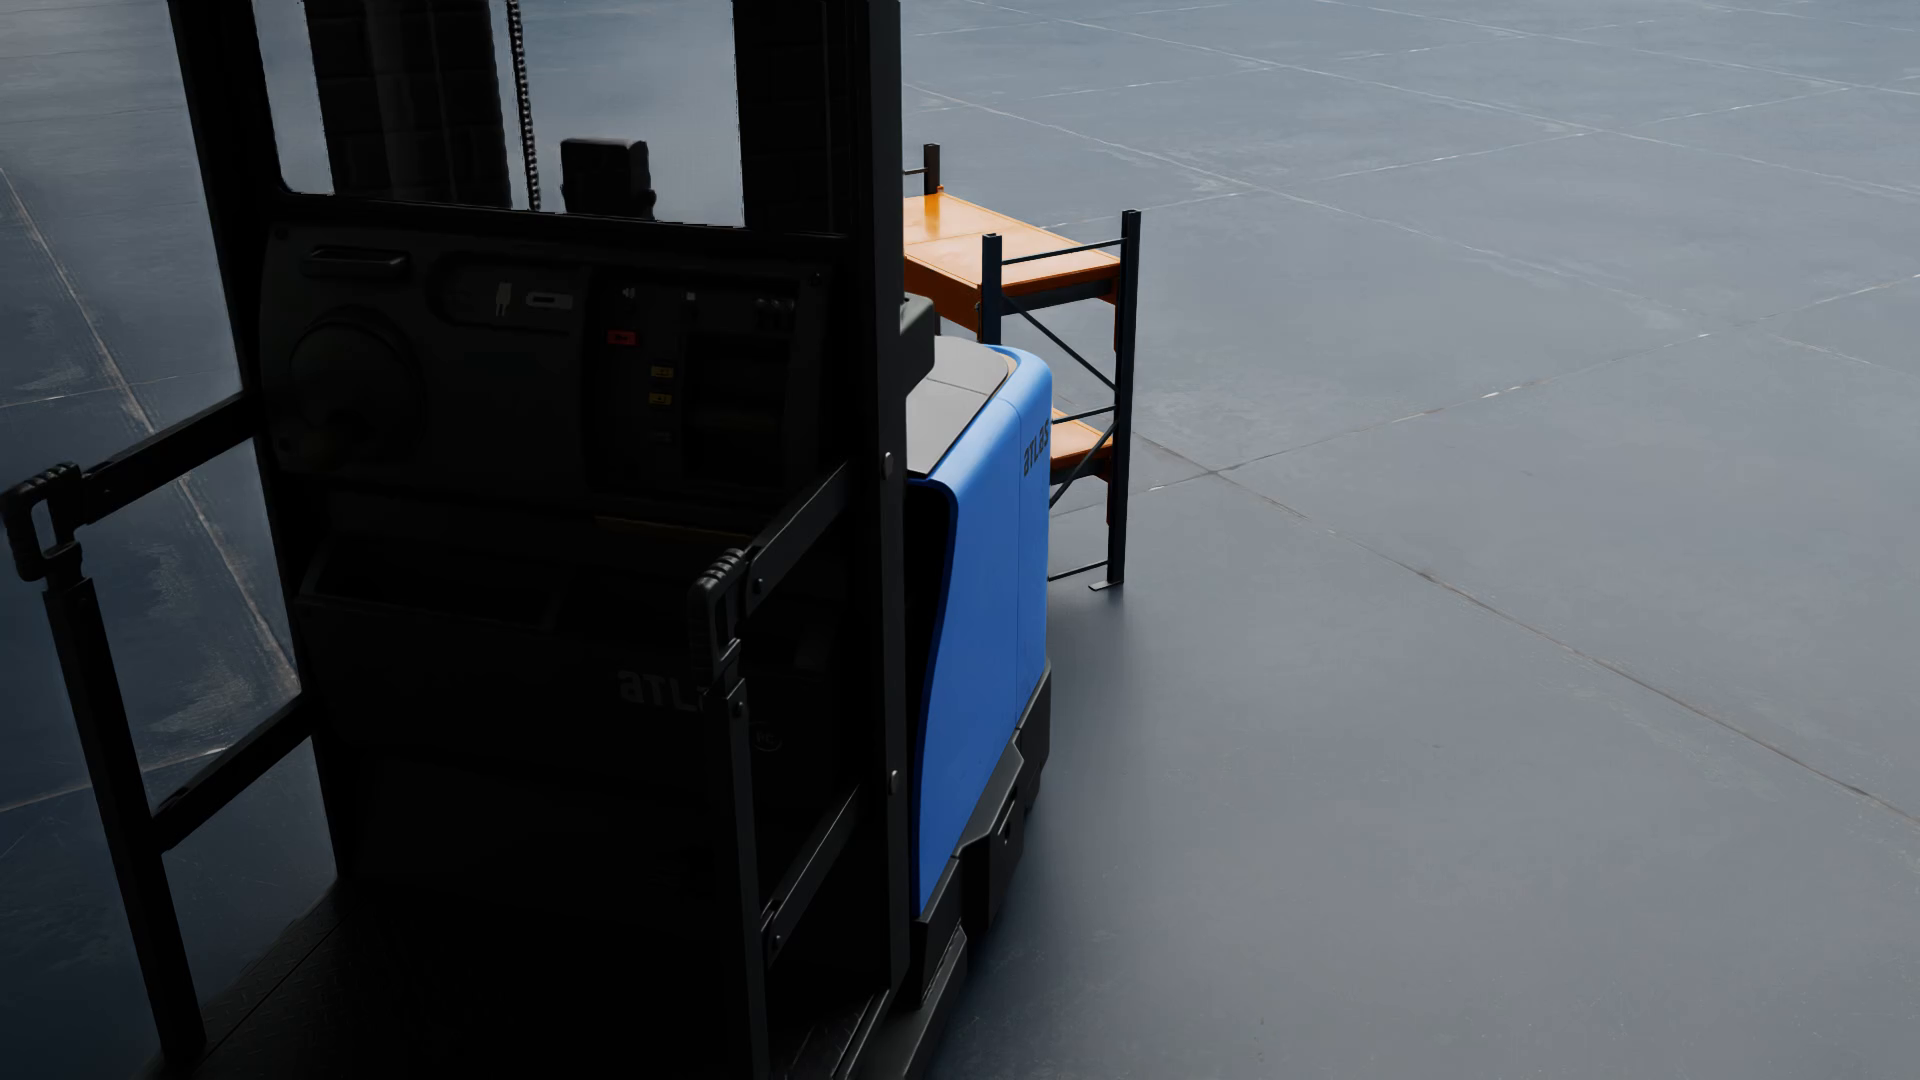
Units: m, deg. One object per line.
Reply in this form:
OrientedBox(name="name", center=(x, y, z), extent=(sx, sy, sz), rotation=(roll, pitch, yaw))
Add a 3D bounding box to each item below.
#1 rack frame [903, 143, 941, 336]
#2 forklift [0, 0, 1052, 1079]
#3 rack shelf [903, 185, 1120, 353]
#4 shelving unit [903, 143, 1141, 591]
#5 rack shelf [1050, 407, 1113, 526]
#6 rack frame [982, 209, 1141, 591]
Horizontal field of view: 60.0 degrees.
OrientedBox(name="rack frame", center=(-0.281, -0.693, 5.400), extent=(0.500, 1.125, 0.032), rotation=(-16, 29, -30))
OrientedBox(name="forklift", center=(-0.692, -0.227, 2.298), extent=(1.130, 2.935, 3.031), rotation=(7, 26, 15))
OrientedBox(name="rack shelf", center=(-0.004, -0.776, 4.890), extent=(0.538, 0.278, 1.000), rotation=(-16, 29, -30))
OrientedBox(name="shelving unit", center=(-0.004, -0.511, 5.015), extent=(0.538, 1.125, 1.048), rotation=(-16, 29, -30))
OrientedBox(name="rack shelf", center=(-0.004, -0.290, 5.119), extent=(0.538, 0.278, 1.000), rotation=(-16, 29, -30))
OrientedBox(name="rack frame", center=(0.274, -0.329, 4.630), extent=(0.500, 1.125, 0.032), rotation=(-16, 29, -30))
